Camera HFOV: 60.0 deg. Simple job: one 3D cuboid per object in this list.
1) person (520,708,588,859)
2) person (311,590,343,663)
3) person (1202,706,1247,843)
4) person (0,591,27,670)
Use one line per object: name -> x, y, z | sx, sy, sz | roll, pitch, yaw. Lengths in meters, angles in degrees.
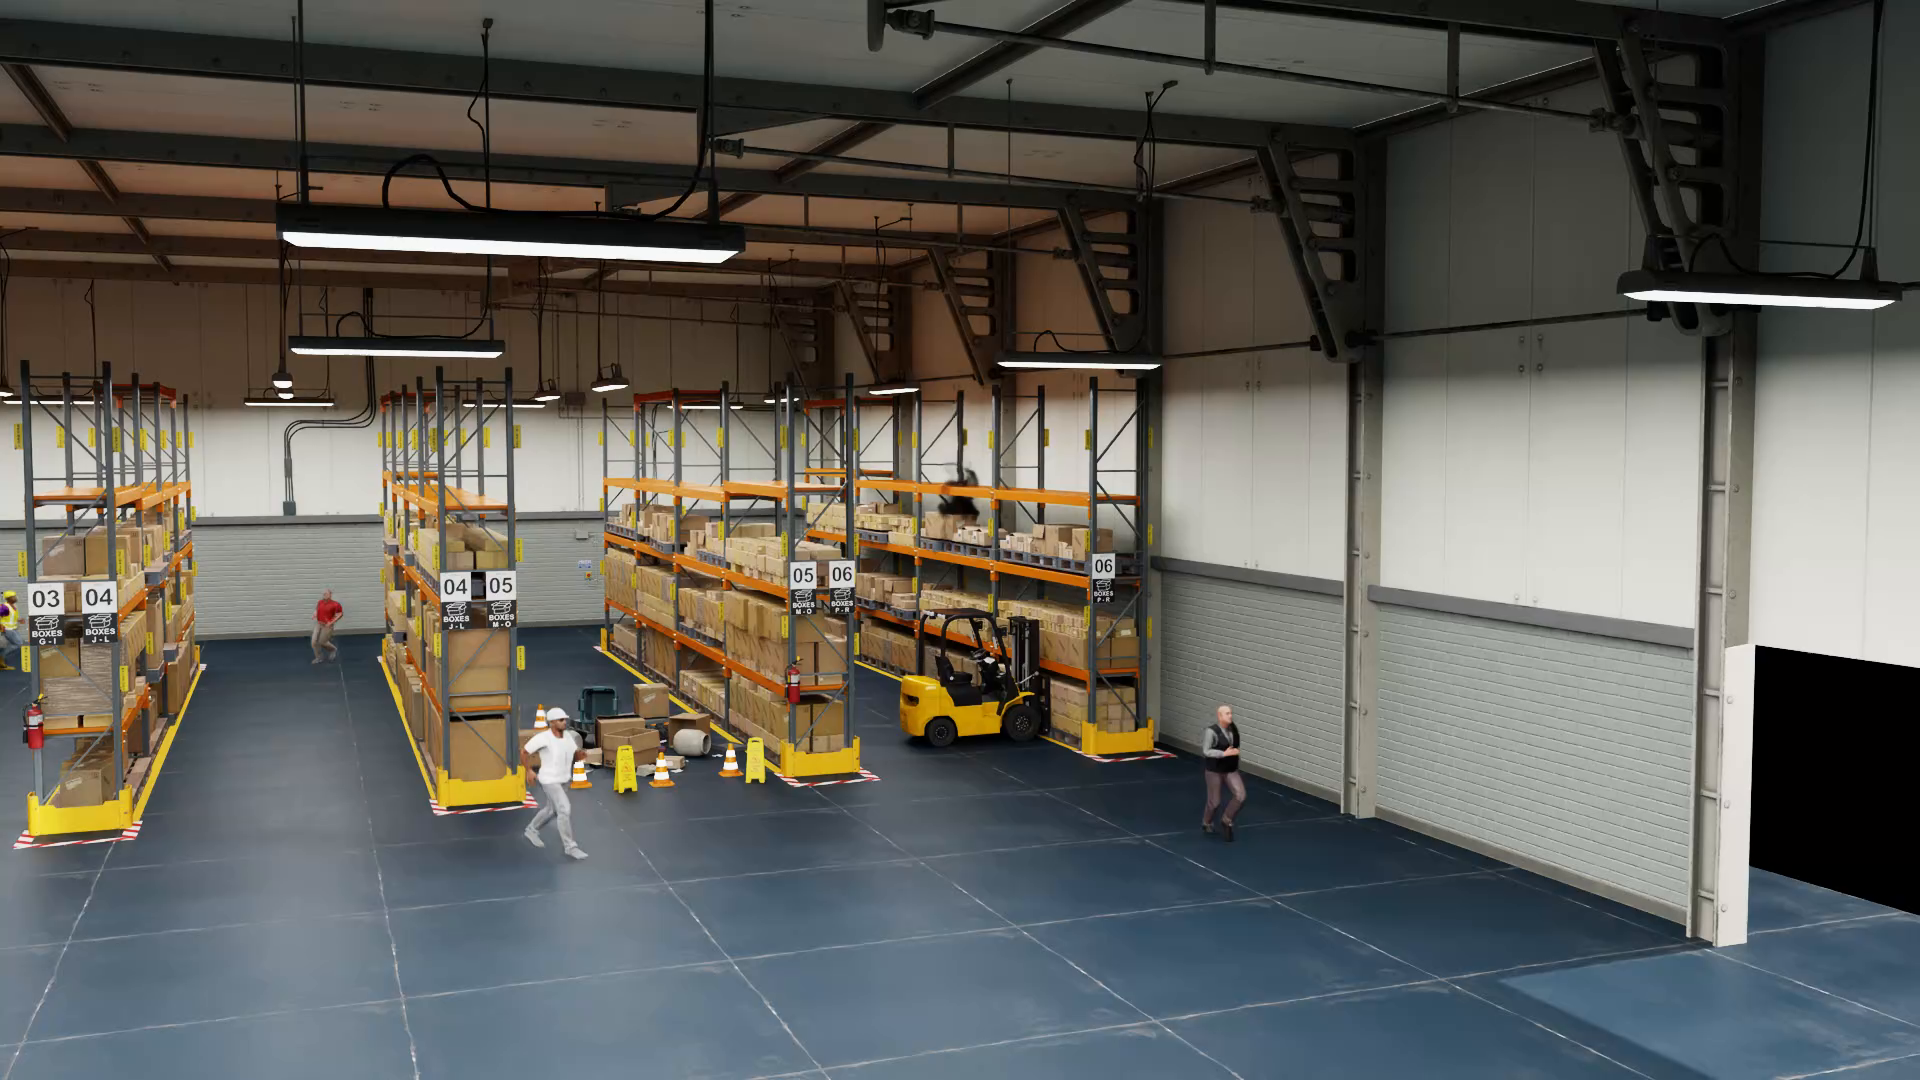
person -> -4.855, 2.889, 19.921 | 0.968, 1.771, 0.690 | 1, 4, 22
person -> -14.251, 1.938, 37.368 | 0.667, 1.649, 0.572 | 1, 4, 19
person -> 3.273, 2.898, 20.696 | 0.682, 1.711, 0.807 | -2, 4, -27
person -> -20.682, 1.961, 36.250 | 0.560, 1.718, 0.705 | -1, 4, -14
